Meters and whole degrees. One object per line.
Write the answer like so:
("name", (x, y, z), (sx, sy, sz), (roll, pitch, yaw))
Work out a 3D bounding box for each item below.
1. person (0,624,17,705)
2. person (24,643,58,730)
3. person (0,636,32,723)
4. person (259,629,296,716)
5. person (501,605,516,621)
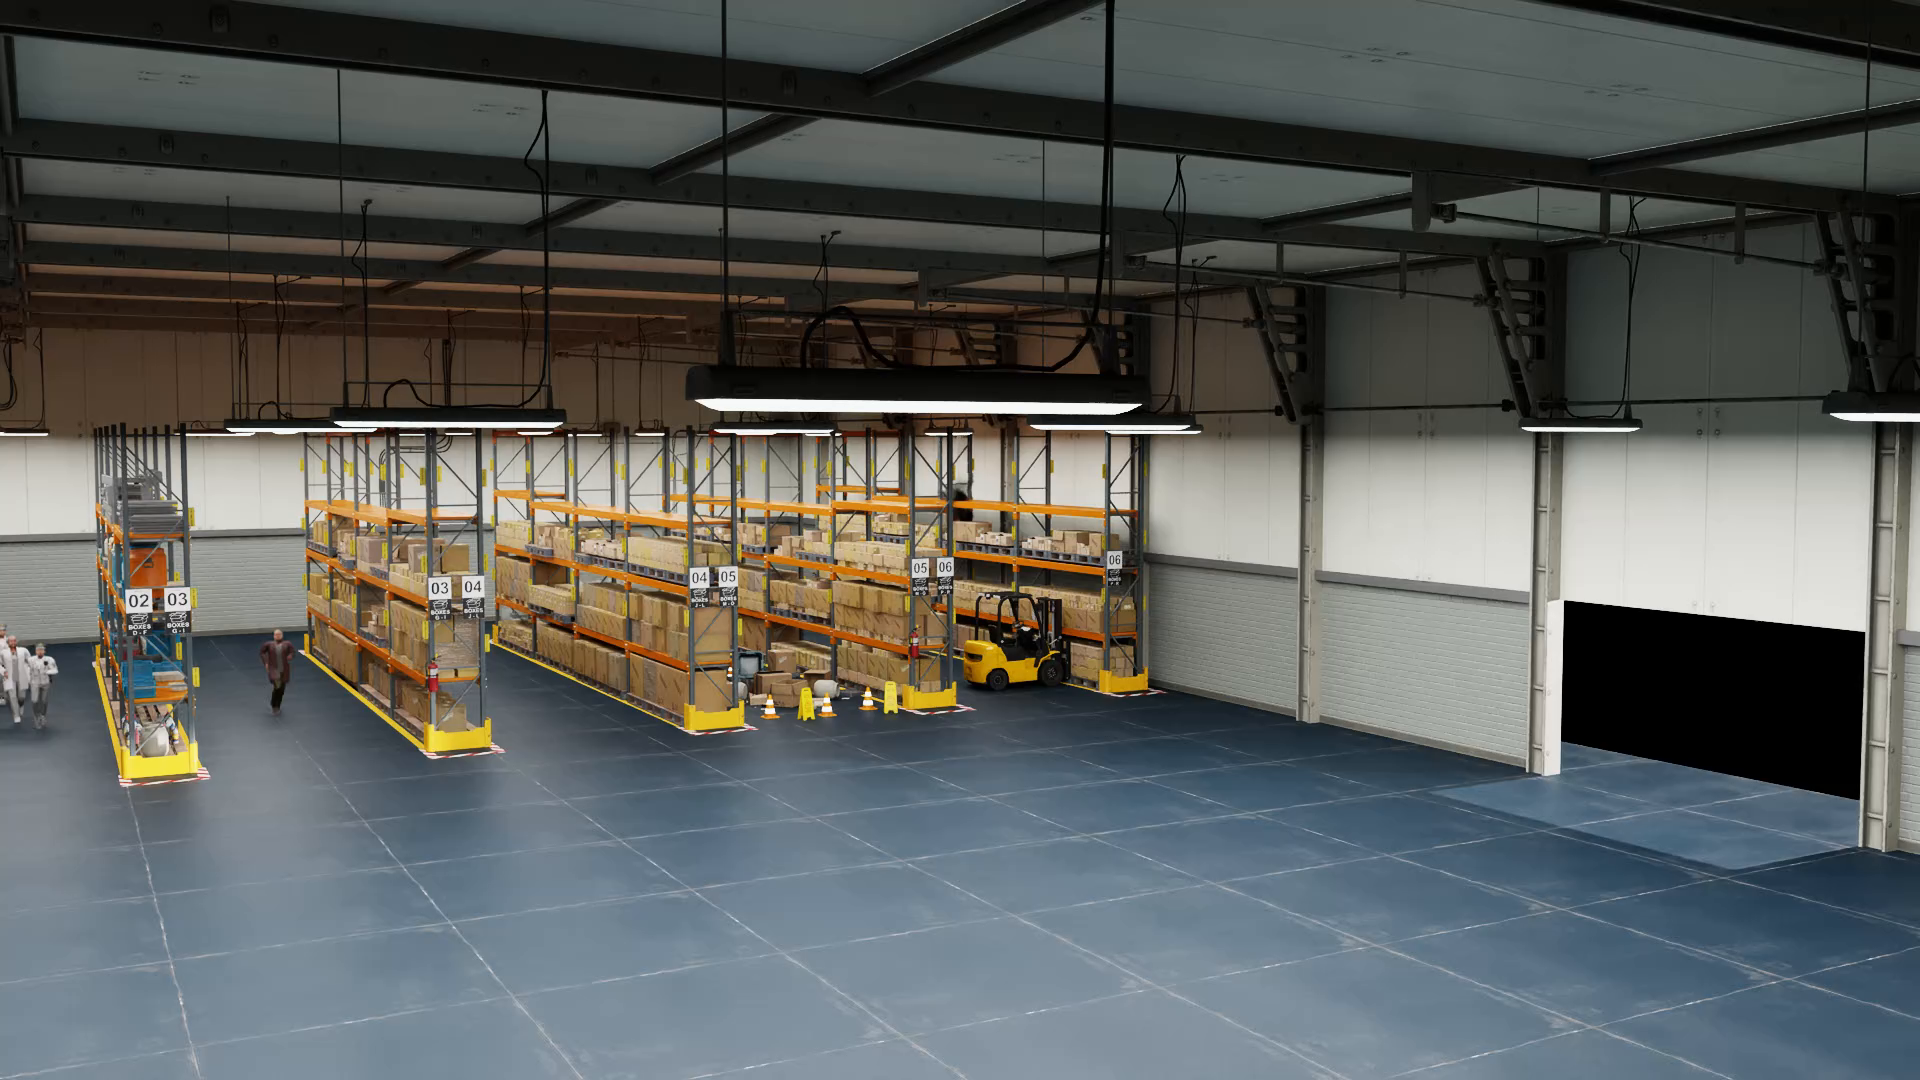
("person", (-20.757, 2.675, 36.056), (0.619, 1.722, 0.775), (-3, 4, -38))
("person", (-18.246, 2.900, 33.031), (0.590, 1.748, 0.762), (-2, 4, -29))
("person", (-19.168, 2.807, 33.696), (0.731, 1.741, 0.761), (-2, 4, -34))
("person", (-14.147, 2.761, 34.575), (0.670, 1.821, 0.787), (-2, 4, -35))
("person", (-13.180, 1.918, 48.498), (0.704, 1.750, 0.611), (3, 5, 43))
